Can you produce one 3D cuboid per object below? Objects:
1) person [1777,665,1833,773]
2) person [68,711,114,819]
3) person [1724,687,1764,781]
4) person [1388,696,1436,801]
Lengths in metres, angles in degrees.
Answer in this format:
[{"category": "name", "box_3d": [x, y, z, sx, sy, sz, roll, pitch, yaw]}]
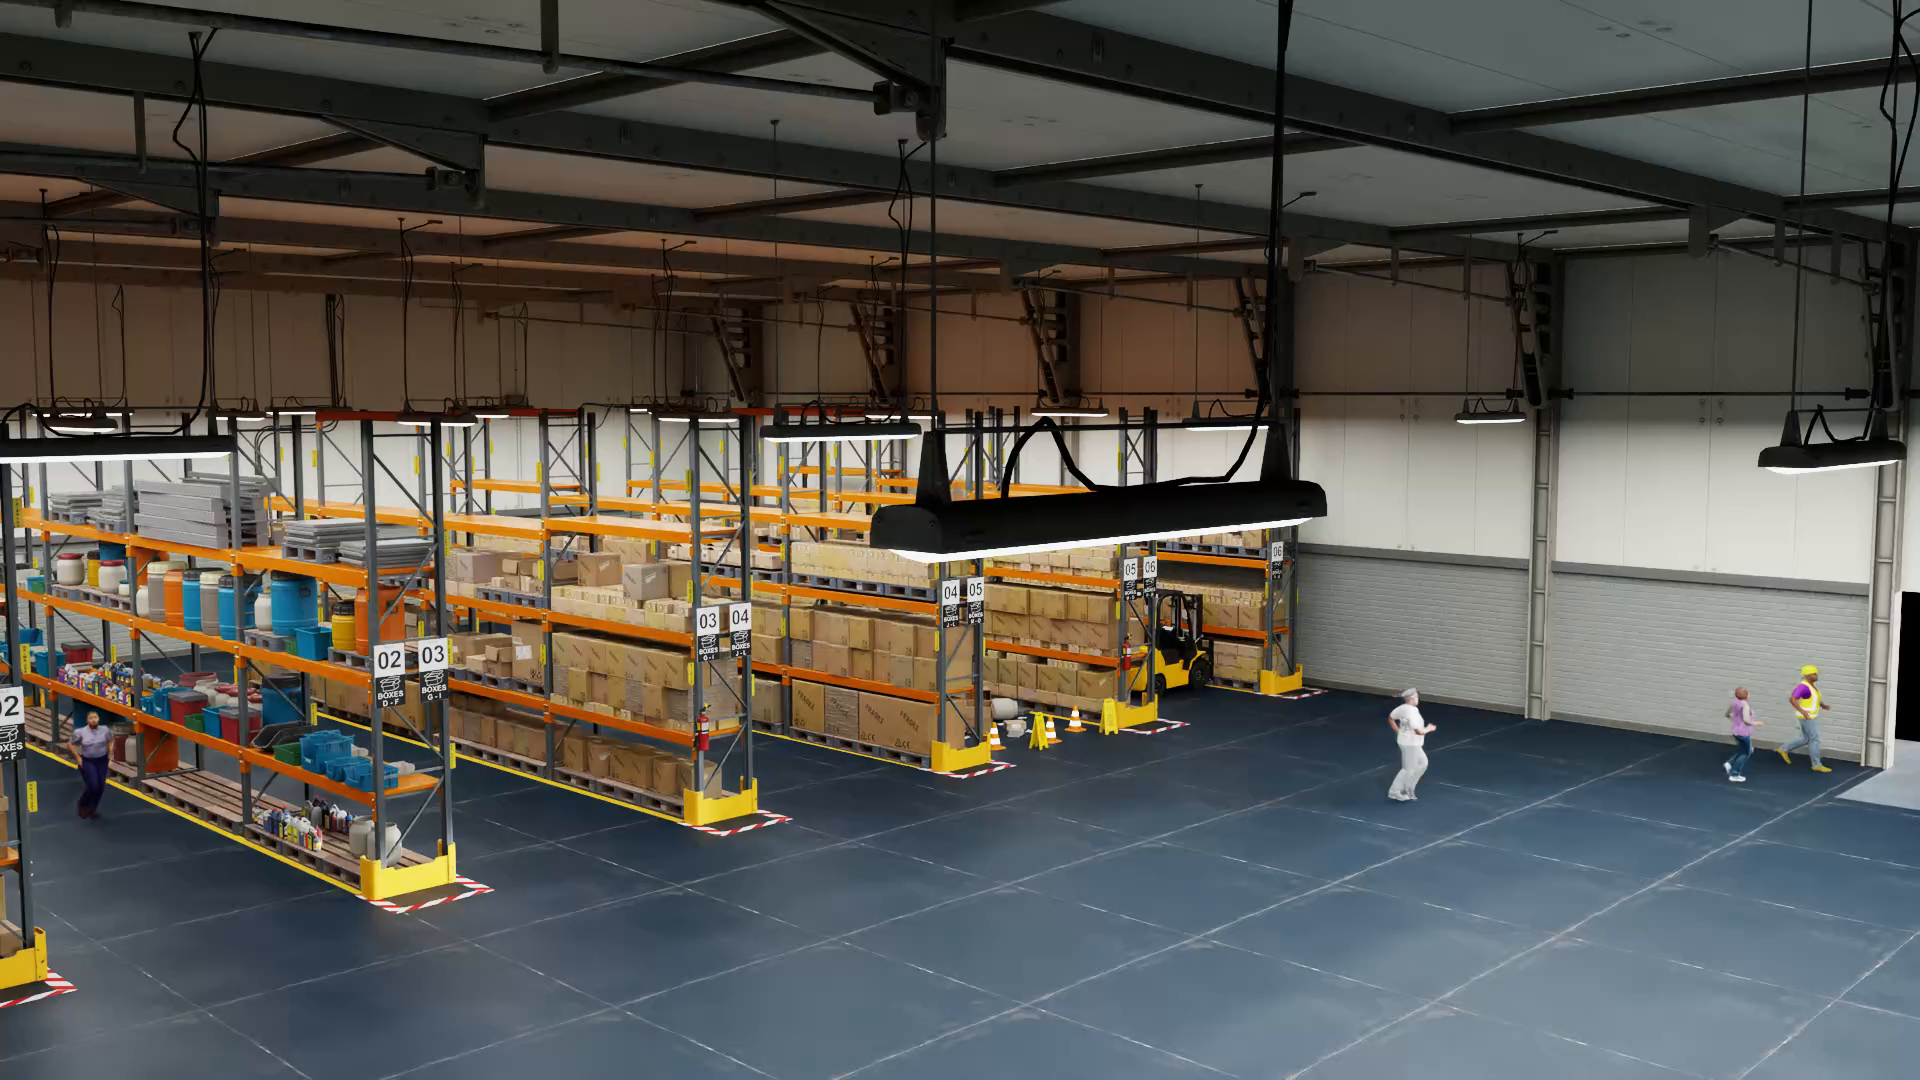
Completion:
[{"category": "person", "box_3d": [14.186, 2.971, 27.882, 0.877, 1.760, 0.717, 4, 6, 36]}, {"category": "person", "box_3d": [-12.829, 3.339, 24.683, 0.592, 1.606, 0.586, 4, 7, 40]}, {"category": "person", "box_3d": [12.771, 3.151, 27.074, 0.536, 1.556, 0.526, 0, 5, -2]}, {"category": "person", "box_3d": [6.977, 3.210, 25.696, 0.736, 1.770, 0.637, 0, 5, 1]}]
